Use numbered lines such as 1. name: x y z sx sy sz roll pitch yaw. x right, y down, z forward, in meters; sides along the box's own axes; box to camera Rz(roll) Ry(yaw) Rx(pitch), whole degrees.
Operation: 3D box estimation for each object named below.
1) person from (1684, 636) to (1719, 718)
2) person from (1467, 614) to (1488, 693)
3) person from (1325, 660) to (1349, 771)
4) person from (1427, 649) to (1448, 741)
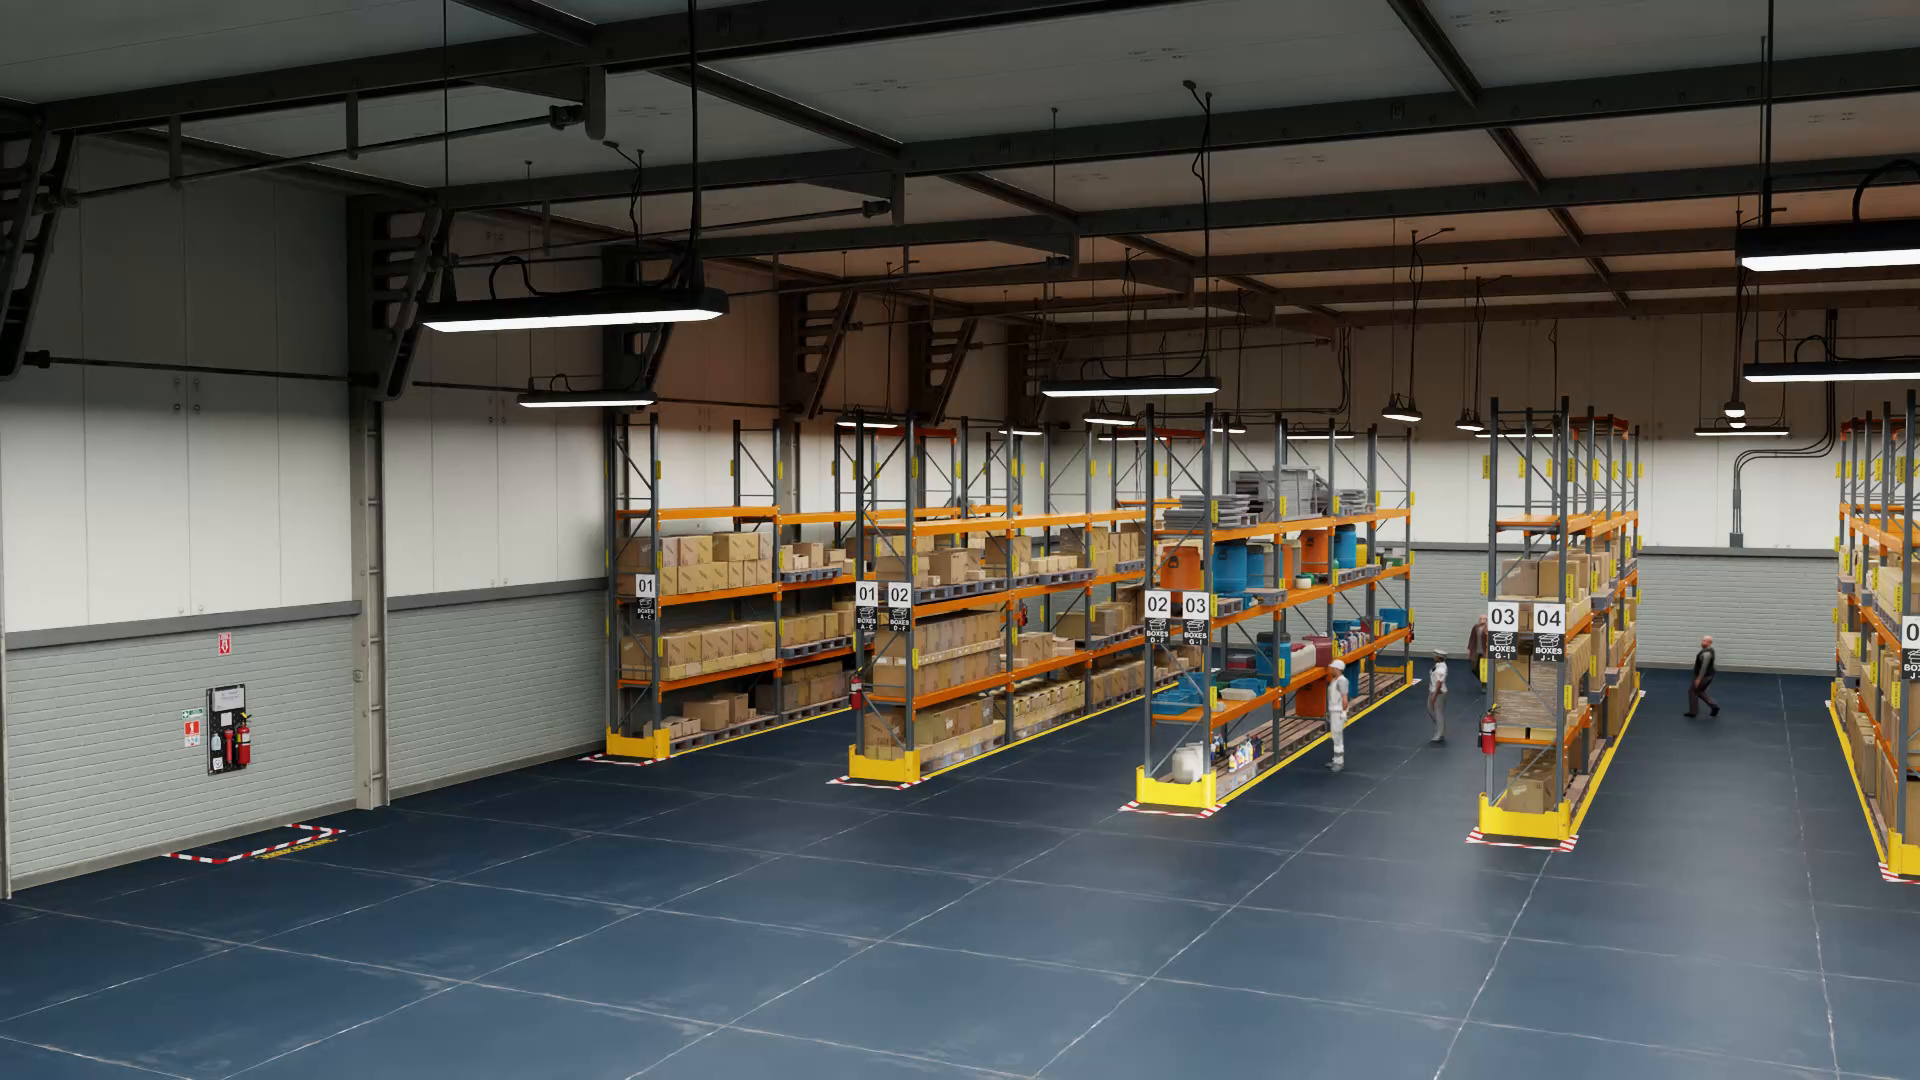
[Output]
1. person: 14.954 2.761 33.589 0.683 1.682 0.557 2 3 44
2. person: 11.768 2.540 37.518 0.653 1.751 0.683 1 3 21
3. person: 6.337 2.937 27.950 0.364 1.828 0.684 0 2 -1
4. person: 8.877 2.879 30.881 0.393 1.699 0.545 0 2 1
